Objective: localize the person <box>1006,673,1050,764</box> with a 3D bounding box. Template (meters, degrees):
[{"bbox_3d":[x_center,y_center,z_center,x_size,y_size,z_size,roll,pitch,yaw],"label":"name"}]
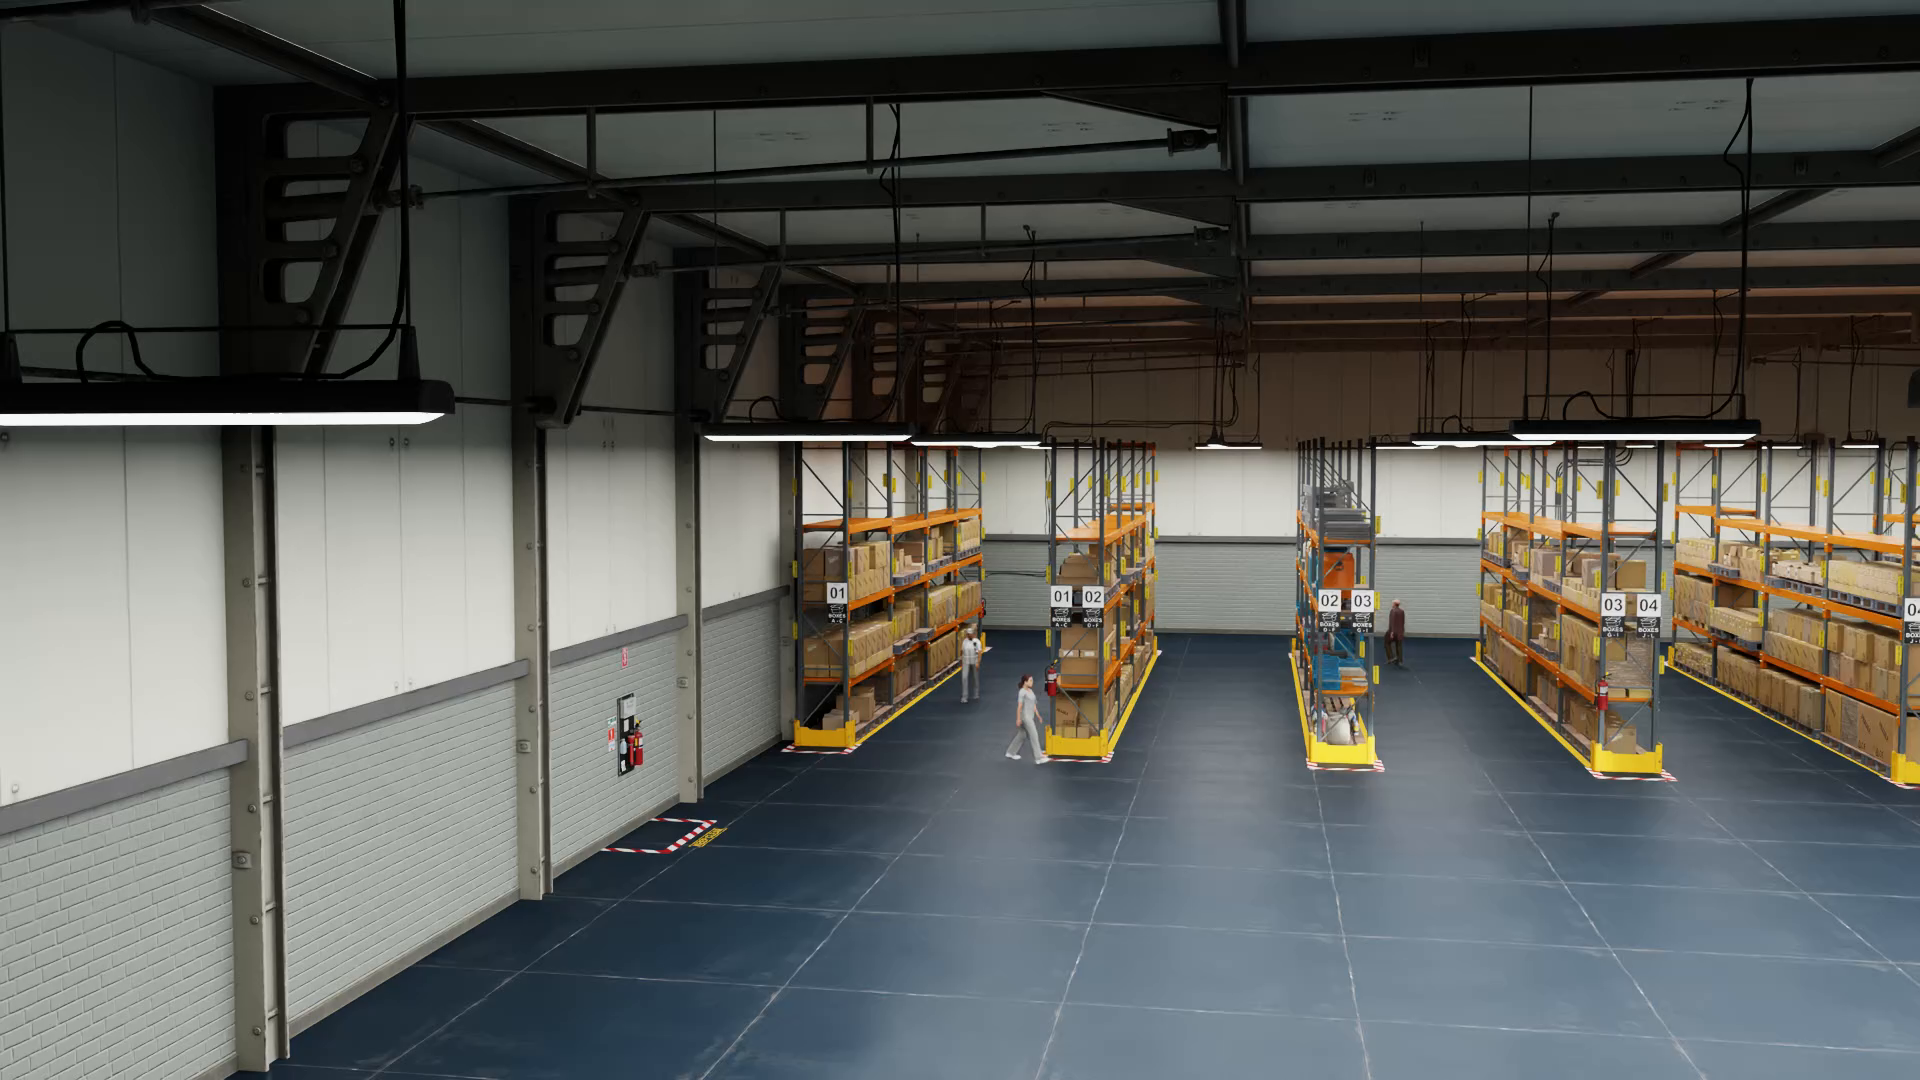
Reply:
[{"bbox_3d":[1.253,3.285,30.670,0.917,1.643,0.474,1,3,16],"label":"person"}]

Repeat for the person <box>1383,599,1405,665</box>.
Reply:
[{"bbox_3d":[11.694,2.482,44.521,0.580,1.789,0.581,-1,3,-13],"label":"person"}]

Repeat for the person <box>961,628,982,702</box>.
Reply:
[{"bbox_3d":[0.253,2.863,38.303,0.499,1.653,0.791,0,3,9],"label":"person"}]
